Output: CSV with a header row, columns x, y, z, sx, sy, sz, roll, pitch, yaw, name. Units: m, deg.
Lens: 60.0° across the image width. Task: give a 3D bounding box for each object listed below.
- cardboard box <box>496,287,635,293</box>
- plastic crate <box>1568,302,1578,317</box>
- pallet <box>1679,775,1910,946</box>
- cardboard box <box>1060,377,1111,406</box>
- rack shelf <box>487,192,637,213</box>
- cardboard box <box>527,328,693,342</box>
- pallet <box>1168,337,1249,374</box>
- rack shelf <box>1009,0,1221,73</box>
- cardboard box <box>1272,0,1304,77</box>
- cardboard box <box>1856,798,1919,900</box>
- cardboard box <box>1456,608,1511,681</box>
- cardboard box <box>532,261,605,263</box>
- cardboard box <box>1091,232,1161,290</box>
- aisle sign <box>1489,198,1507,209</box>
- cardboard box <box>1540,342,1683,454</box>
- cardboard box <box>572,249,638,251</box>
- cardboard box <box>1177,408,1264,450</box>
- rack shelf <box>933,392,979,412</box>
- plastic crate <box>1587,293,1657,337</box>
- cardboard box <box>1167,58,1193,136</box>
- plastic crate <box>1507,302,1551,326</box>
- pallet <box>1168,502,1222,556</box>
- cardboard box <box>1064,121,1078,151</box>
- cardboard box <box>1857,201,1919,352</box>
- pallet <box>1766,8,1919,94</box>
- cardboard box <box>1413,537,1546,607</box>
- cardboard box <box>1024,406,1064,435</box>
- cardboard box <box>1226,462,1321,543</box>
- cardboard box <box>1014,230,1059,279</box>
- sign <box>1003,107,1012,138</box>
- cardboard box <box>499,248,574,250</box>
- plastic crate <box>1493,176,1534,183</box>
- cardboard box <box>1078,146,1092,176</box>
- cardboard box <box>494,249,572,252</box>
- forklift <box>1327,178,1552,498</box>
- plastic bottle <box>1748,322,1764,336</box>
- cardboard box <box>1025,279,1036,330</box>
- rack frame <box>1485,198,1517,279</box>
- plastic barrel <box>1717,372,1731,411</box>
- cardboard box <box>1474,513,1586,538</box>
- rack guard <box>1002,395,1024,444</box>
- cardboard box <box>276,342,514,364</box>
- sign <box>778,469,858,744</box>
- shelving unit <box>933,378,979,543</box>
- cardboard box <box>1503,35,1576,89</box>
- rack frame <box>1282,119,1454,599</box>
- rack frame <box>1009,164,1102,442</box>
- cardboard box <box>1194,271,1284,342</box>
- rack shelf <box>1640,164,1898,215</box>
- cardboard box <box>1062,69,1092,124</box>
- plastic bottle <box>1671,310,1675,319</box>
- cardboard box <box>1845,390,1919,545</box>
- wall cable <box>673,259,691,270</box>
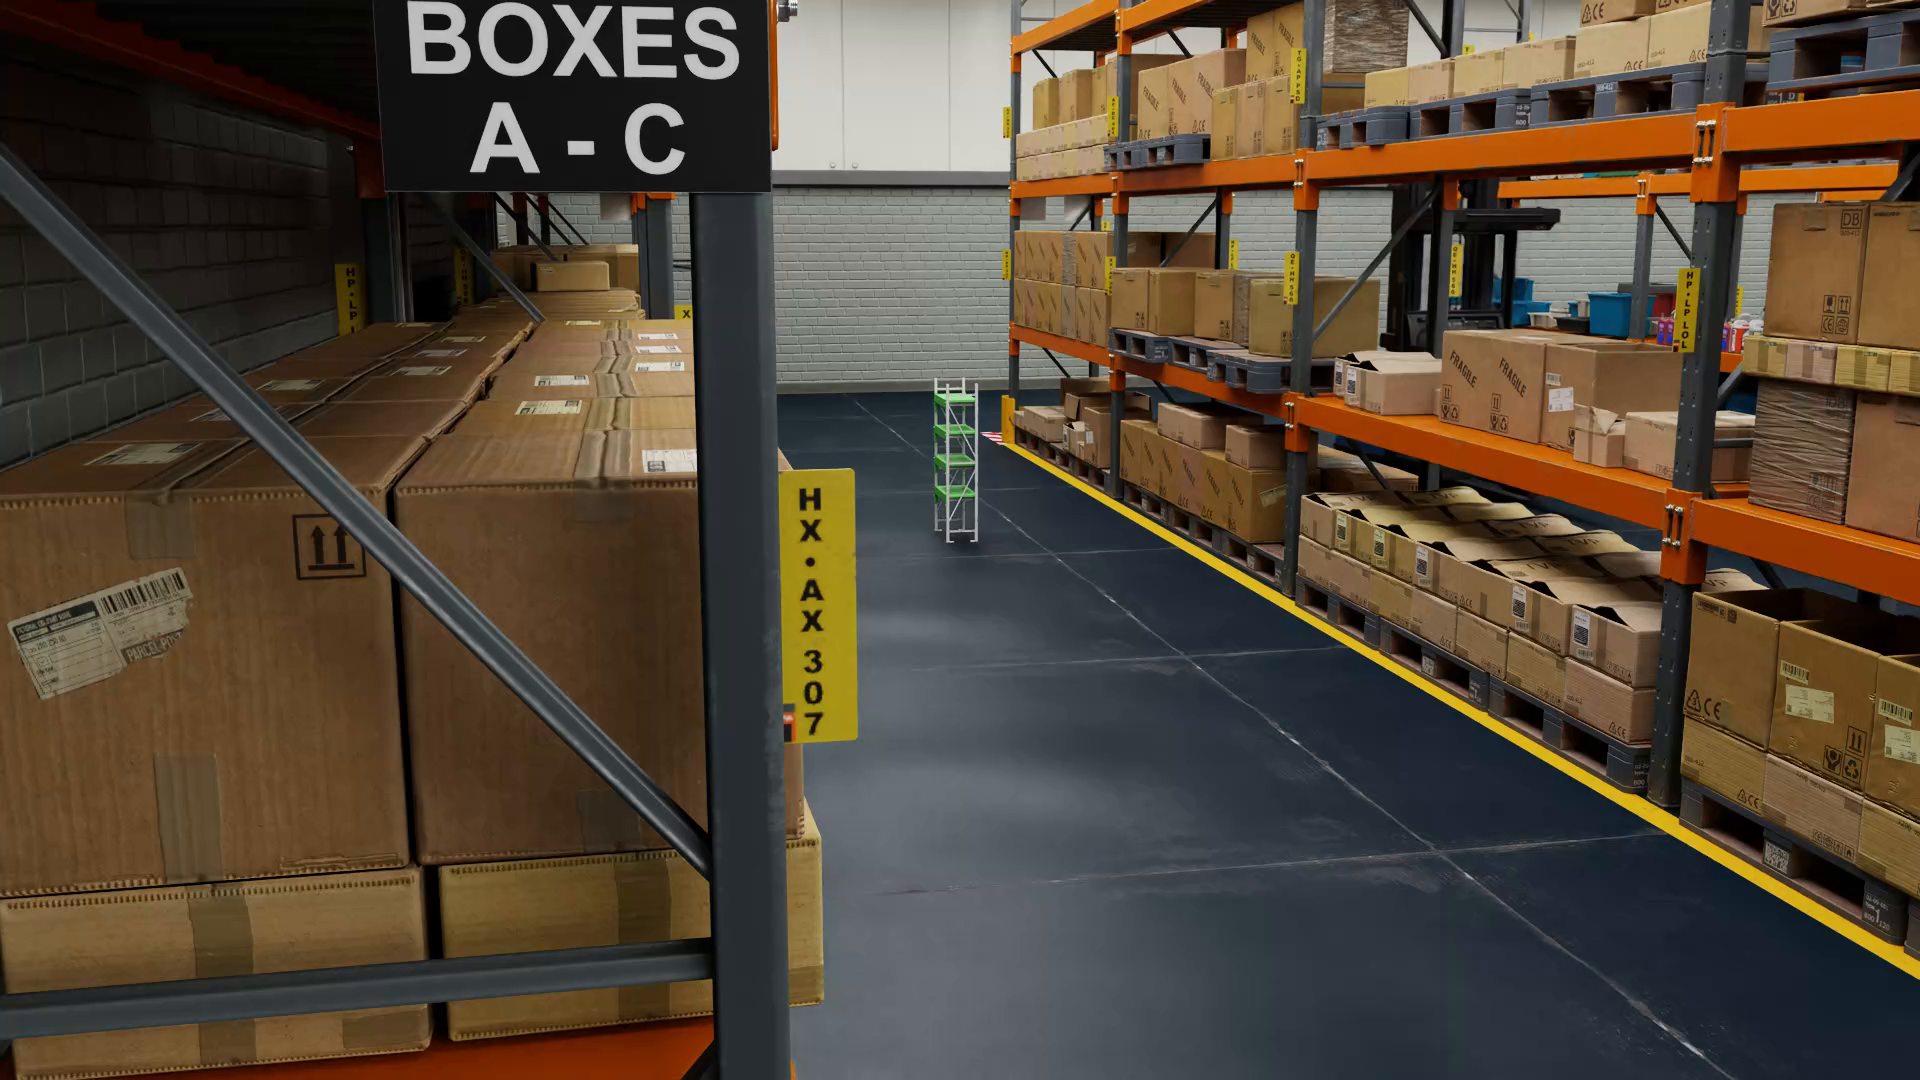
x,y,z,sx,sy,sz,roll,pitch,yaw,name
-2.158,-1.122,9.127,0.700,0.500,0.500,-3,11,-18,cardboard box
6.554,-2.350,17.310,0.416,0.233,0.300,-2,11,-11,plastic crate
3.491,1.127,6.210,1.003,0.211,1.213,-2,11,-11,pallet
1.391,-1.488,18.003,0.500,0.500,0.500,-2,11,-11,cardboard box
-2.648,-2.430,11.342,1.077,0.370,4.000,-2,11,-11,rack shelf
-0.983,-0.347,4.839,0.500,0.500,0.500,-2,11,-11,cardboard box
2.216,-1.386,12.469,1.003,0.211,1.213,-2,11,-11,pallet
1.432,-4.816,15.866,1.077,0.370,4.000,-2,11,-11,rack shelf
2.421,-3.311,11.108,0.500,0.500,0.500,-2,11,-11,cardboard box
3.354,1.034,5.471,0.500,0.250,0.500,-2,11,-11,cardboard box
2.816,0.502,8.266,0.500,0.250,0.500,-2,11,-10,cardboard box
-2.163,-1.465,9.190,0.380,0.149,0.250,-4,11,-18,cardboard box
1.469,-2.481,14.768,0.500,0.500,0.500,-2,11,-11,cardboard box
6.176,-4.071,19.112,0.394,0.787,0.004,-2,11,-11,aisle sign
3.141,-0.677,7.965,0.500,0.500,0.500,-1,11,-7,cardboard box
-2.200,-1.708,10.523,0.500,0.250,0.500,-2,11,-12,cardboard box
1.969,-0.841,12.595,0.500,0.250,0.500,-2,11,-12,cardboard box
-0.032,-1.029,12.666,0.258,0.148,0.480,-2,11,-11,rack shelf
6.255,-2.132,15.756,0.392,0.384,0.575,-2,11,-11,plastic crate
1.999,-3.419,12.955,0.600,0.600,0.600,-2,11,-12,cardboard box
5.942,-2.364,17.381,0.416,0.233,0.300,-2,11,-11,plastic crate
2.257,-0.115,12.739,1.003,0.211,1.213,-2,11,-11,pallet
1.271,-3.766,15.501,0.500,0.250,0.500,-2,11,-11,cardboard box
3.569,-0.903,5.680,0.700,0.500,0.500,-2,11,-11,cardboard box
3.568,-1.665,5.635,1.003,0.211,1.213,-2,11,-11,pallet
2.721,0.136,8.691,0.500,0.311,0.500,-2,11,-12,cardboard box
0.968,-1.255,17.443,0.500,0.250,0.500,-2,11,-11,cardboard box
2.187,-0.275,11.627,0.500,0.500,0.500,-2,11,-9,cardboard box
0.871,-3.040,17.706,0.500,0.500,0.500,-2,11,-9,cardboard box
0.511,-4.474,17.821,0.100,0.325,0.005,-2,11,-11,sign
-2.895,-1.873,11.392,0.500,0.250,0.500,-2,11,-12,cardboard box
5.930,-3.923,17.430,0.504,0.338,0.767,-2,11,-11,plastic crate
1.379,-3.429,15.068,0.500,0.250,0.500,-2,11,-11,cardboard box
-2.796,-1.779,10.901,0.500,0.250,0.500,-2,11,-12,cardboard box
4.394,-1.852,14.587,1.130,2.935,3.031,-3,11,-14,forklift
6.622,-1.665,13.752,0.152,0.276,0.135,-2,11,-11,plastic bottle
0.976,-2.455,17.304,0.500,0.500,0.500,-2,11,-12,cardboard box
5.903,-2.770,19.230,1.000,3.000,0.127,-2,11,-11,rack frame
6.770,-1.112,15.005,0.600,0.901,0.708,-2,11,-11,plastic barrel
3.145,0.020,9.299,0.500,0.311,0.500,-2,11,-11,cardboard box
1.058,-1.349,18.447,1.175,0.500,0.348,-2,11,-11,rack guard
-1.406,-0.233,4.242,0.500,0.500,0.500,-2,11,-9,cardboard box
-0.171,0.079,1.942,0.100,0.325,0.005,-2,11,-11,sign
-0.032,-0.620,12.744,0.258,1.200,0.503,-2,11,-11,shelving unit
3.065,-2.349,8.272,0.500,0.250,0.500,-3,11,-16,cardboard box
2.599,-1.124,10.578,1.000,3.000,0.127,-2,11,-11,rack frame
1.043,-2.591,18.287,1.000,3.000,0.127,-2,11,-11,rack frame
2.225,-1.791,12.693,0.700,0.500,0.500,-5,12,-25,cardboard box
7.070,-2.790,13.235,1.077,0.370,4.000,-2,11,-11,rack shelf
1.381,-4.234,15.953,0.700,0.500,0.500,-2,11,-11,cardboard box
6.439,-1.929,14.940,0.144,0.351,0.185,-2,11,-11,plastic bottle
3.579,-0.262,5.781,0.700,0.500,0.500,-2,11,-12,cardboard box
-4.565,-4.882,22.585,3.097,2.526,0.112,-2,11,-11,wall cable
